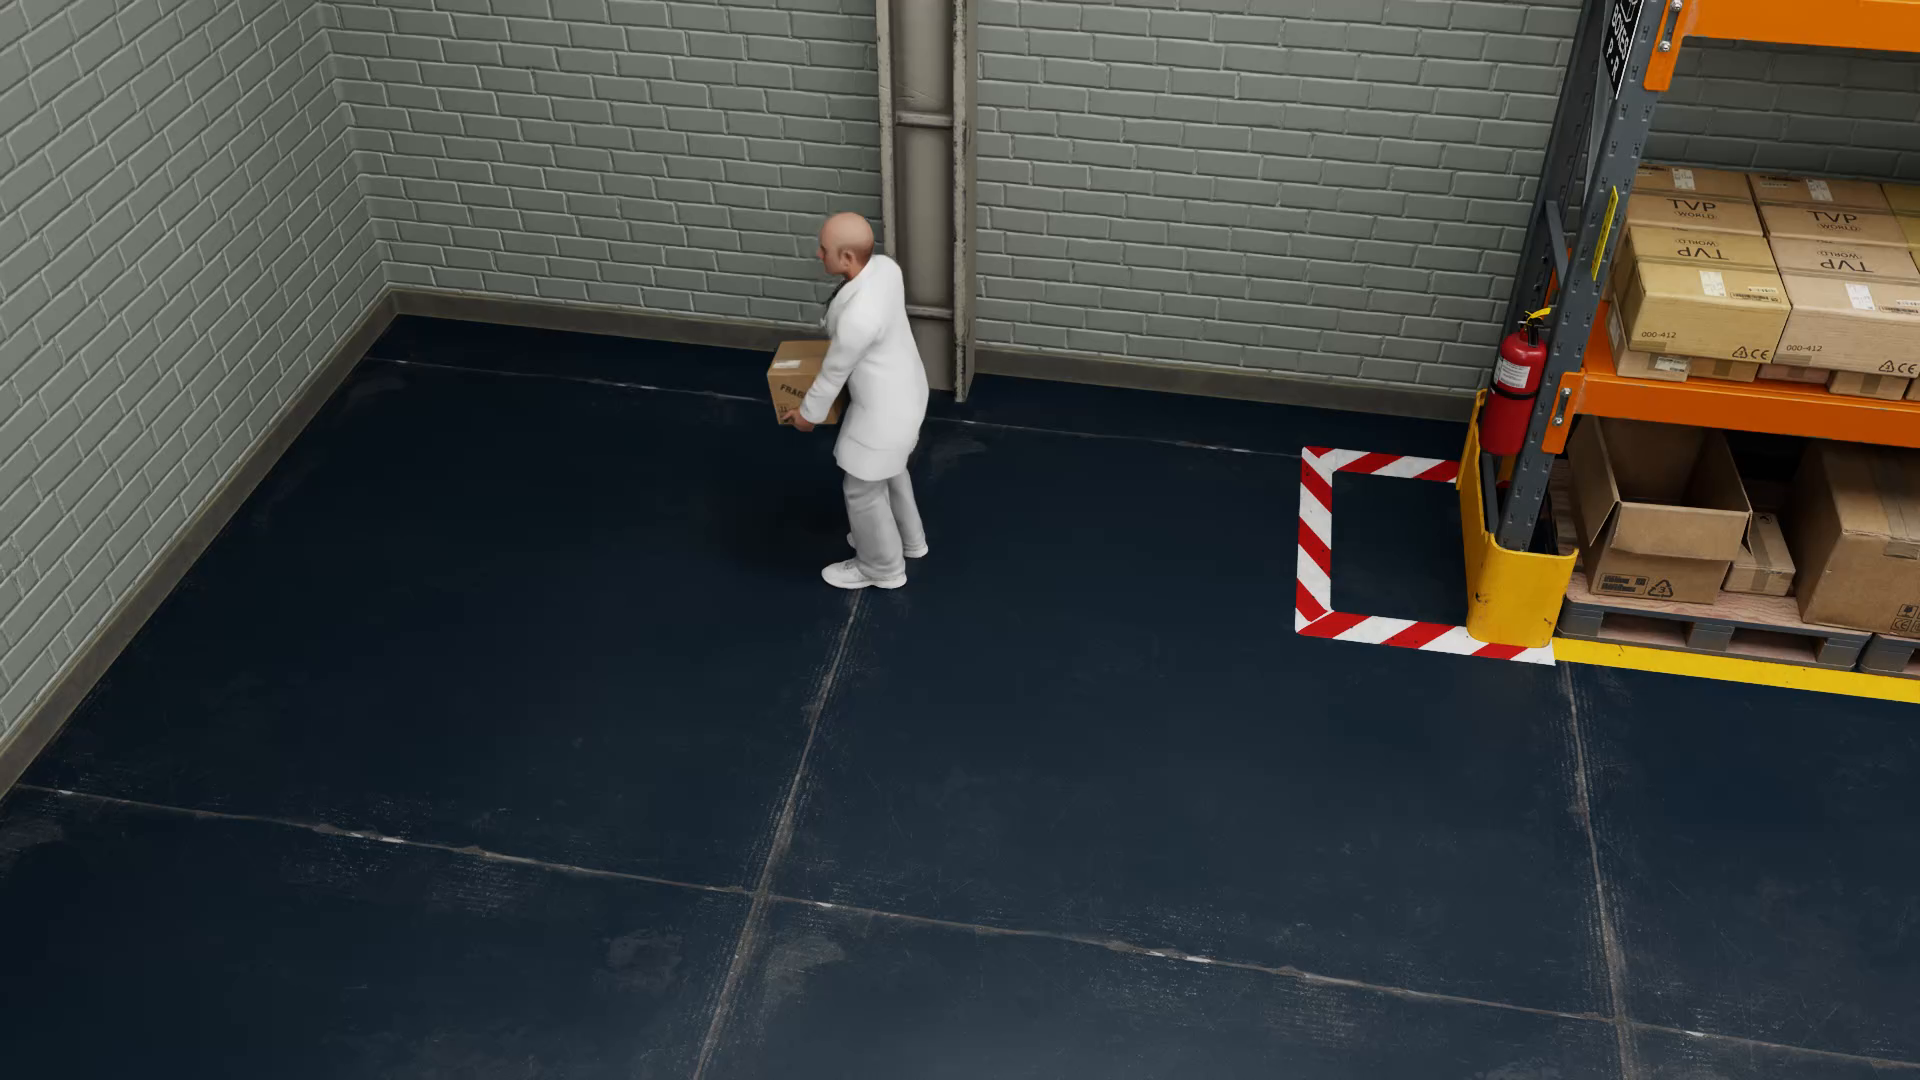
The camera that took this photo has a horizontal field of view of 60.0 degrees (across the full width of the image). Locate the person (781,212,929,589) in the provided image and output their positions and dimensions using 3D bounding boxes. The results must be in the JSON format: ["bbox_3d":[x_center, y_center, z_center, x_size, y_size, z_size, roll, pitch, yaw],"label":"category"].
[{"bbox_3d":[-0.425,-0.562,6.852,0.582,1.767,0.532,6,40,7],"label":"person"}]
